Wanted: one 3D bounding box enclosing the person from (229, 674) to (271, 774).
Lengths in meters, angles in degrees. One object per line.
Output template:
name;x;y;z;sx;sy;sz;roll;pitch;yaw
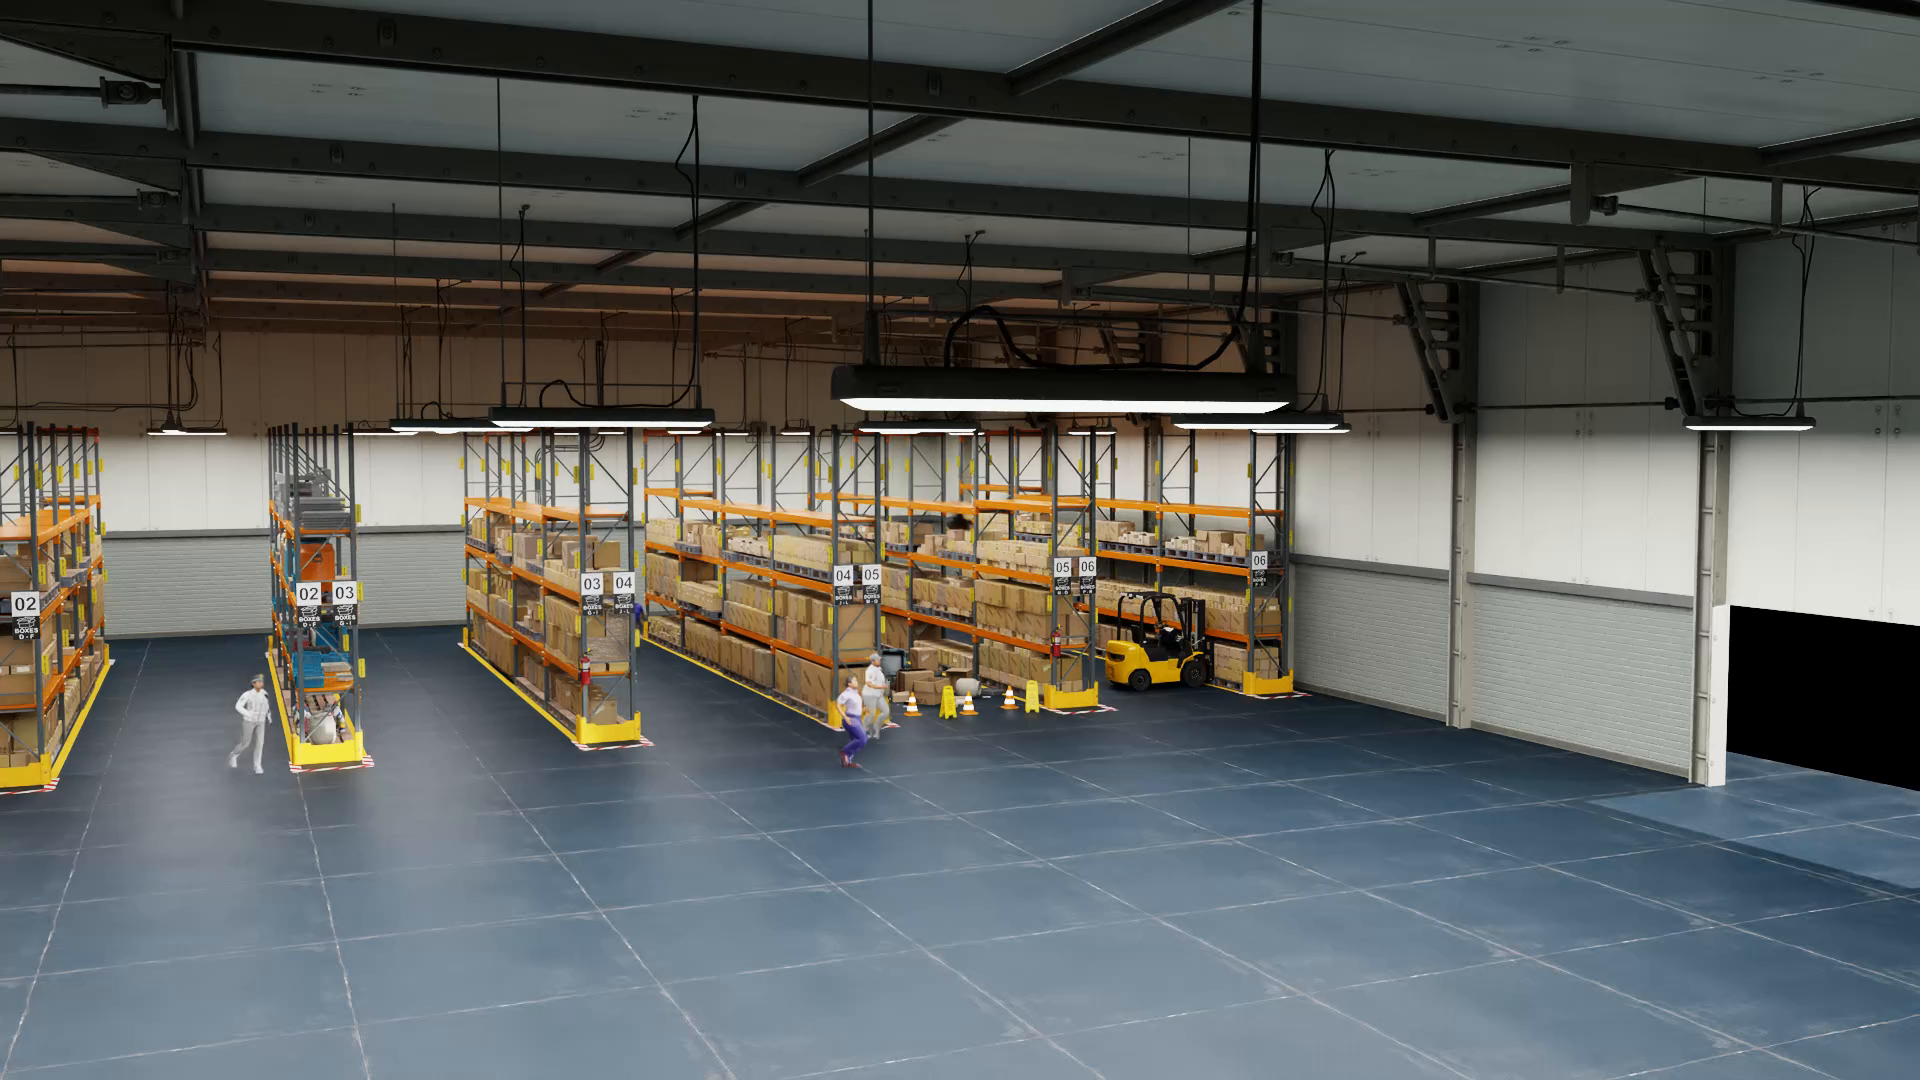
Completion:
person;-12.114;3.136;28.627;0.886;1.655;0.674;3;4;38

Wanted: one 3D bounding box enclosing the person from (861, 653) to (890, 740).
person;-1.605;2.989;31.563;0.685;1.697;0.630;2;4;26

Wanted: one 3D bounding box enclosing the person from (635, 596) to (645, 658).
person;-8.571;2.260;43.653;0.557;1.643;0.696;-1;4;-22

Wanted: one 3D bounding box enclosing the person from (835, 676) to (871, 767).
person;-1.821;3.152;28.878;0.559;1.599;0.604;1;4;12
